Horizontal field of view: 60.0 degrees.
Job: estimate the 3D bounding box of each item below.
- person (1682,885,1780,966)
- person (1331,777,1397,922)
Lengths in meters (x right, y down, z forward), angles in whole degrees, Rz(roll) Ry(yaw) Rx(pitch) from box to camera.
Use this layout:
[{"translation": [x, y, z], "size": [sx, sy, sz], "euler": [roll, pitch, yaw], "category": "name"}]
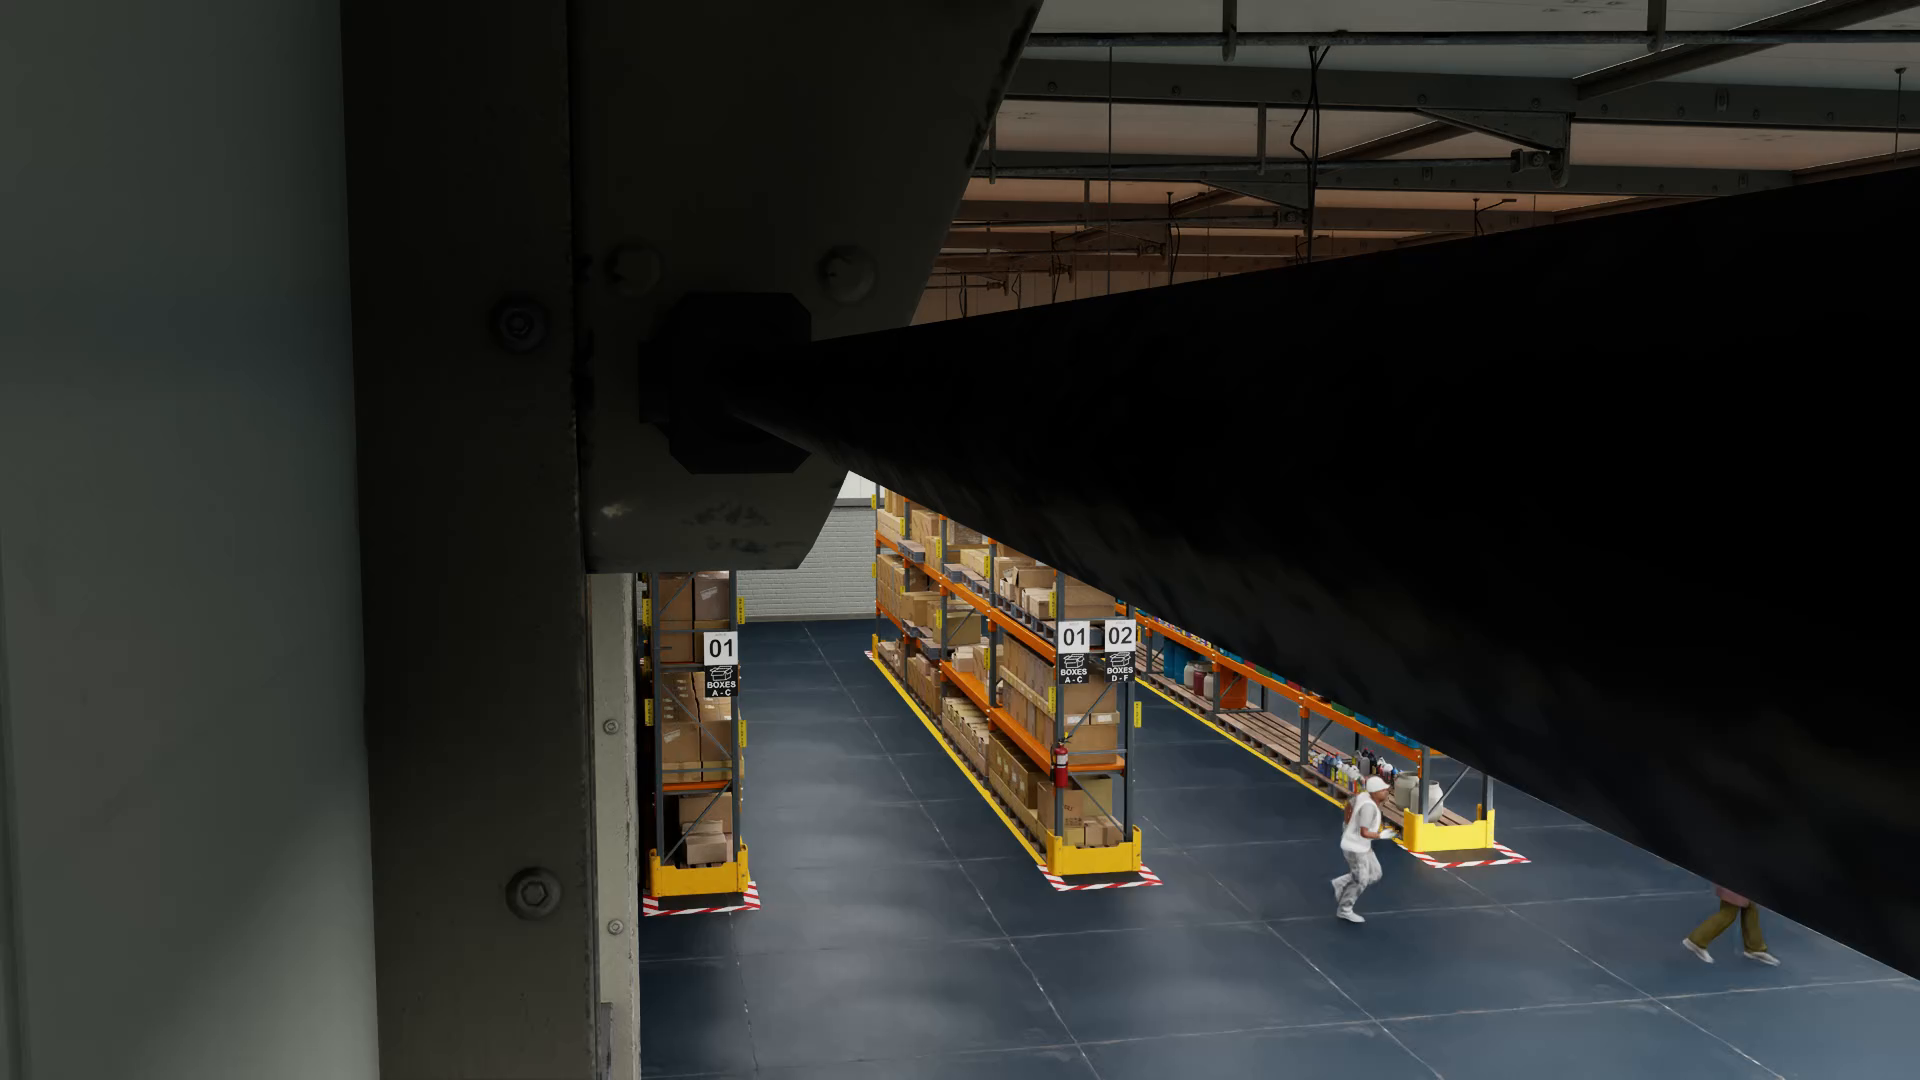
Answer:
[{"translation": [8.185, 3.613, 17.577], "size": [1.033, 1.797, 0.690], "euler": [1, 6, 6], "category": "person"}, {"translation": [4.625, 3.541, 19.035], "size": [0.722, 1.716, 0.667], "euler": [2, 6, 19], "category": "person"}]
